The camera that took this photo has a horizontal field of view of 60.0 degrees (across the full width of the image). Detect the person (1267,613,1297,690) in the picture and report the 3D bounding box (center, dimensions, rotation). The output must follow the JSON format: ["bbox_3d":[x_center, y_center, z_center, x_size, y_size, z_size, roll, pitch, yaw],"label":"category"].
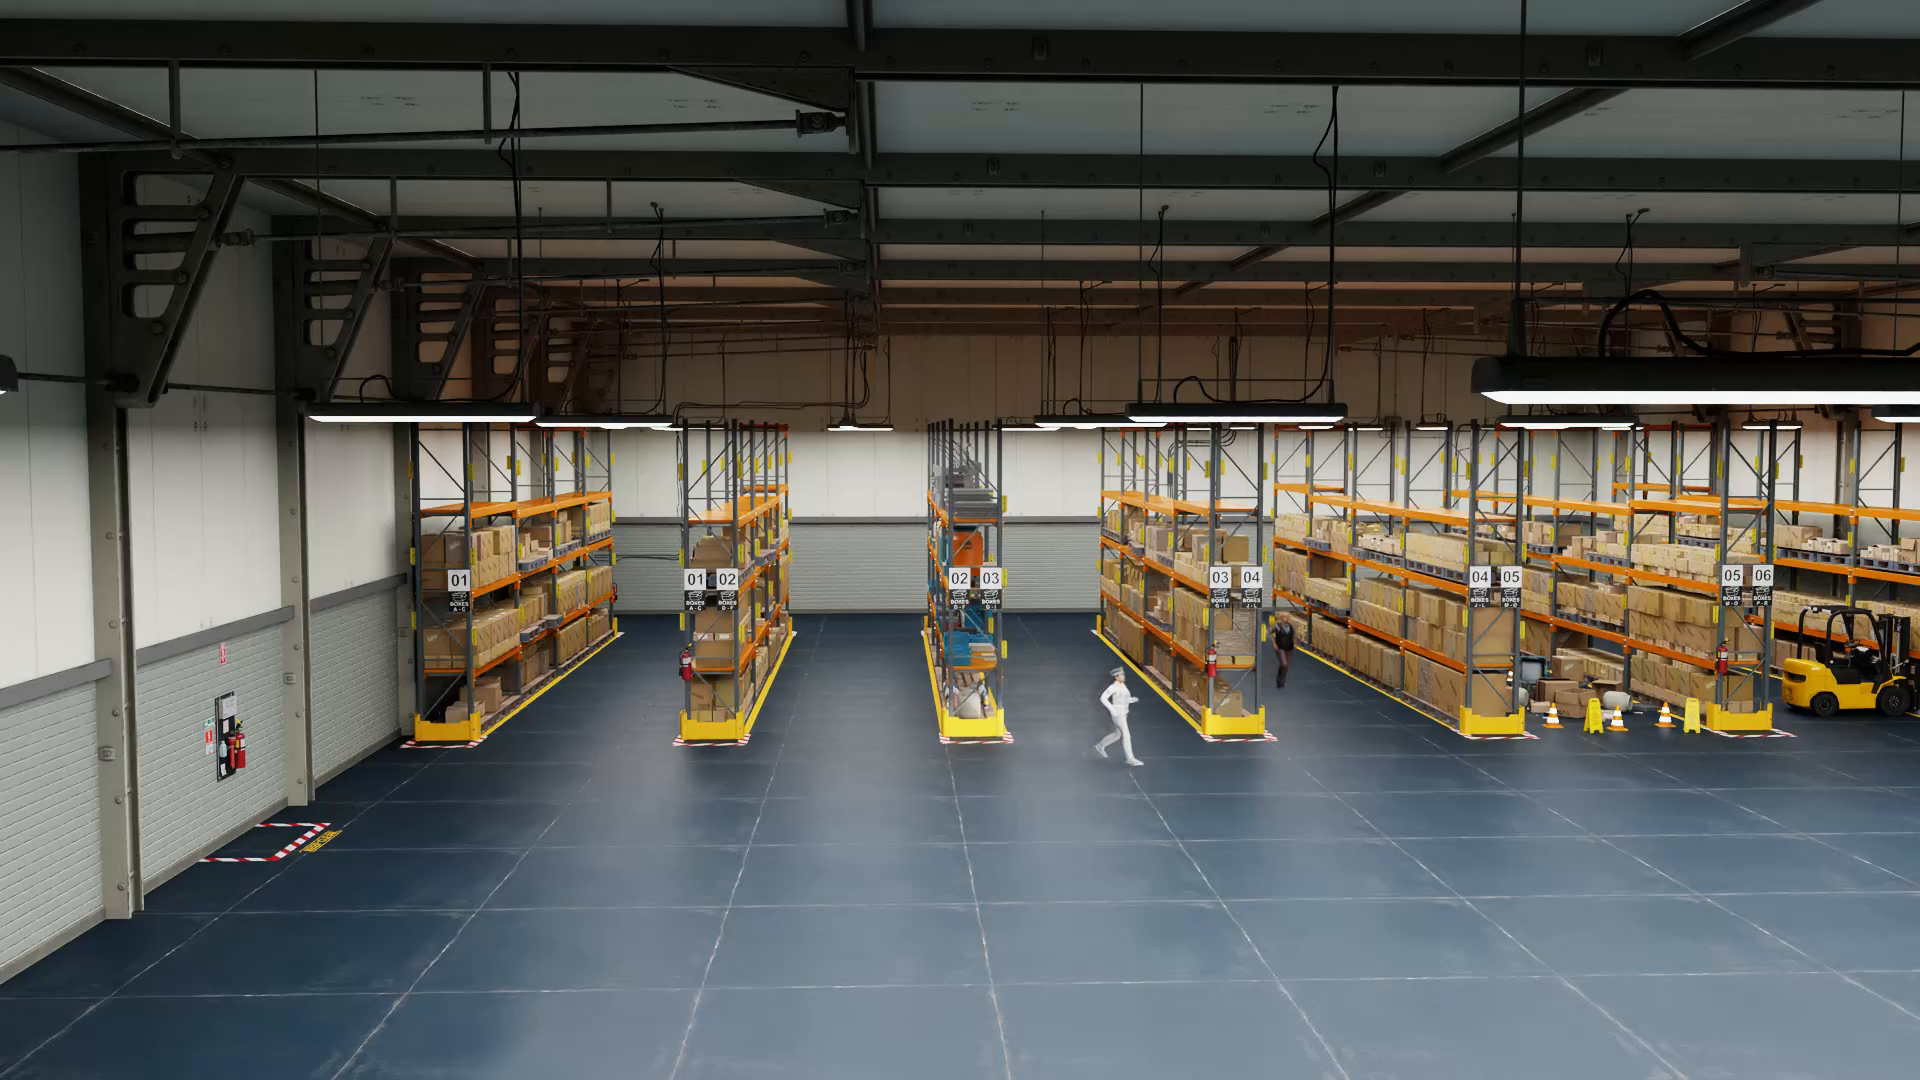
[{"bbox_3d":[7.264,2.492,37.207,0.629,1.738,0.713,-1,4,-17],"label":"person"}]

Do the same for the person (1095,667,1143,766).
[{"bbox_3d":[2.740,3.020,28.728,0.938,1.669,0.614,2,4,27],"label":"person"}]
